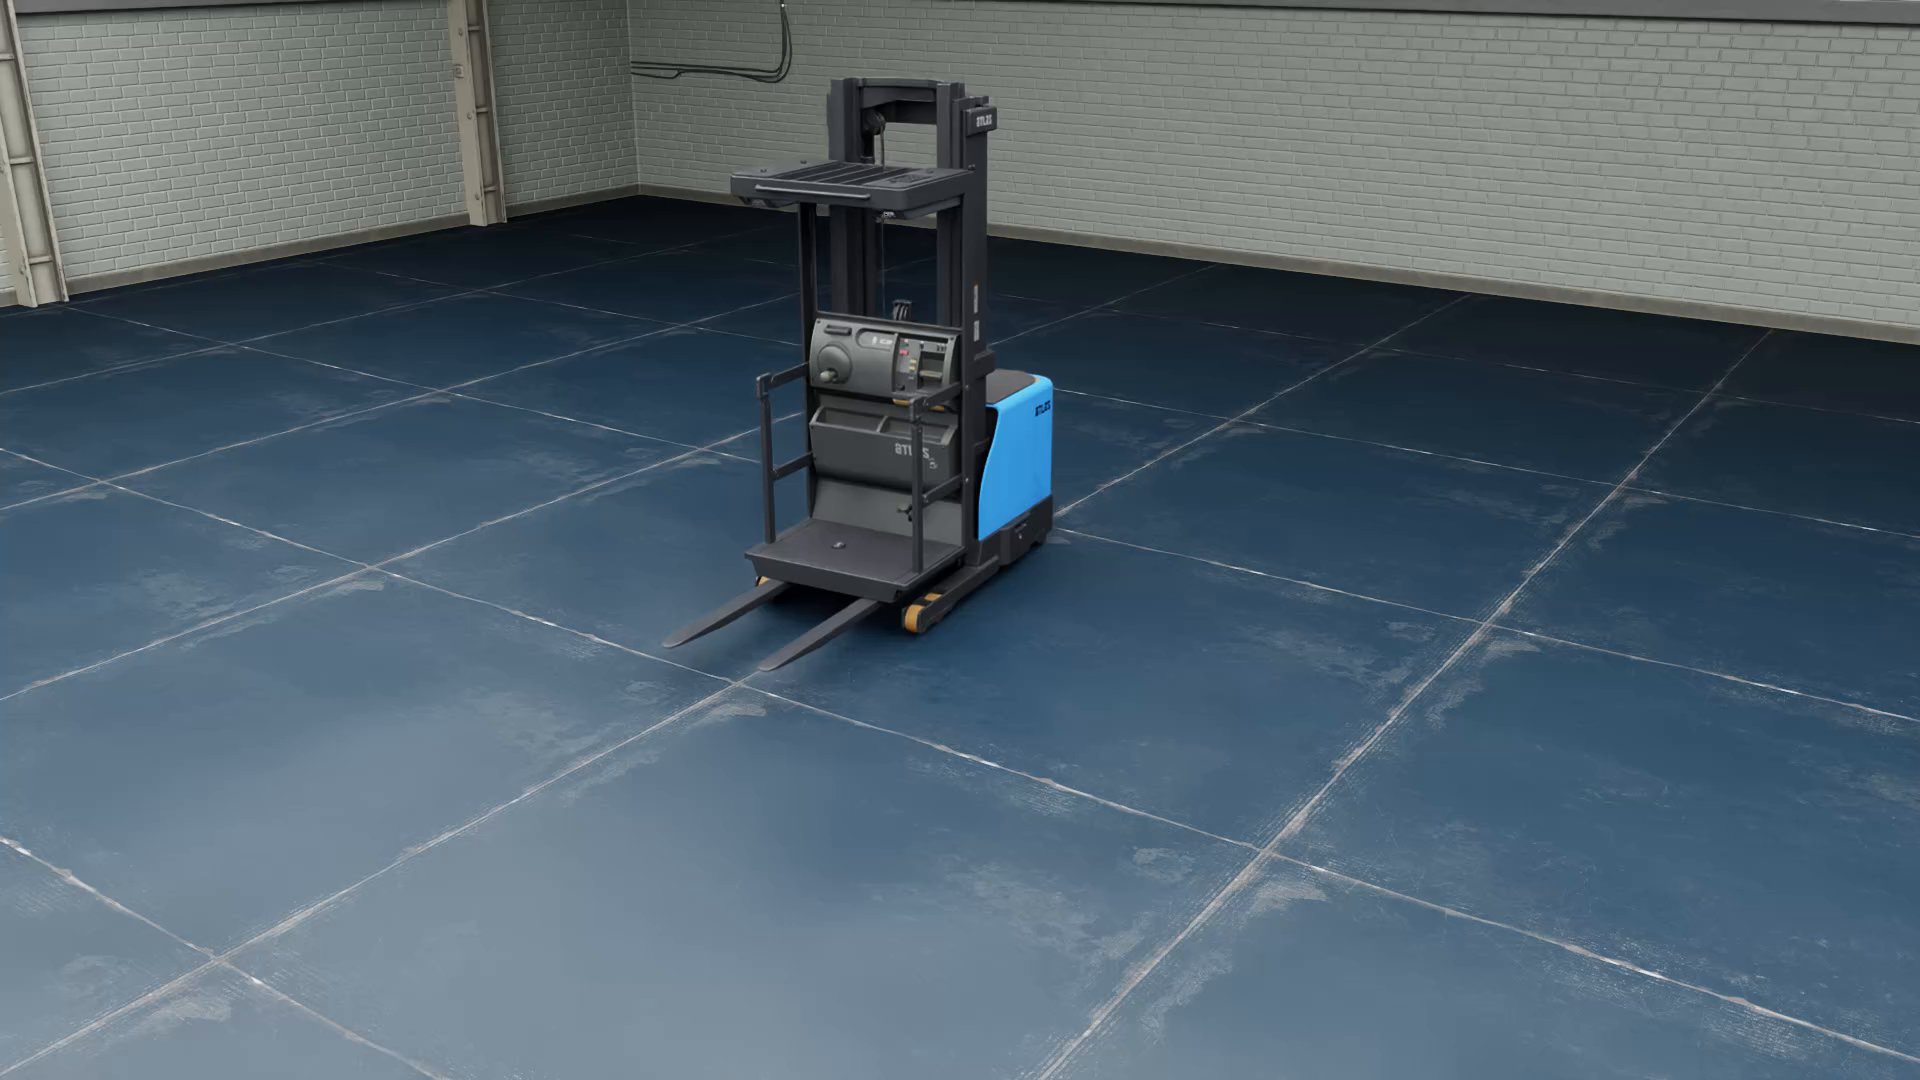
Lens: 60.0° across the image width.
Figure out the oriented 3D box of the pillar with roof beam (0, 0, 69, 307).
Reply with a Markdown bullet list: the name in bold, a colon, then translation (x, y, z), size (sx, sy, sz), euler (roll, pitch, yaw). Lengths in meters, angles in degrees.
- **pillar with roof beam**: translation (-6.113, -5.891, 13.719), size (9.100, 9.000, 0.400), euler (13, 24, 32)

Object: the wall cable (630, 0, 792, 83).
- **wall cable**: translation (-3.551, -7.583, 22.769), size (3.097, 2.526, 0.112), euler (13, 24, 32)

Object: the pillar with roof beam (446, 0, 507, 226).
- **pillar with roof beam**: translation (-2.740, -7.612, 18.373), size (9.100, 9.000, 0.400), euler (13, 24, 32)

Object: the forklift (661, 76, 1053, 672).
- **forklift**: translation (-0.544, -1.024, 9.309), size (1.130, 2.935, 3.031), euler (11, 23, 26)
